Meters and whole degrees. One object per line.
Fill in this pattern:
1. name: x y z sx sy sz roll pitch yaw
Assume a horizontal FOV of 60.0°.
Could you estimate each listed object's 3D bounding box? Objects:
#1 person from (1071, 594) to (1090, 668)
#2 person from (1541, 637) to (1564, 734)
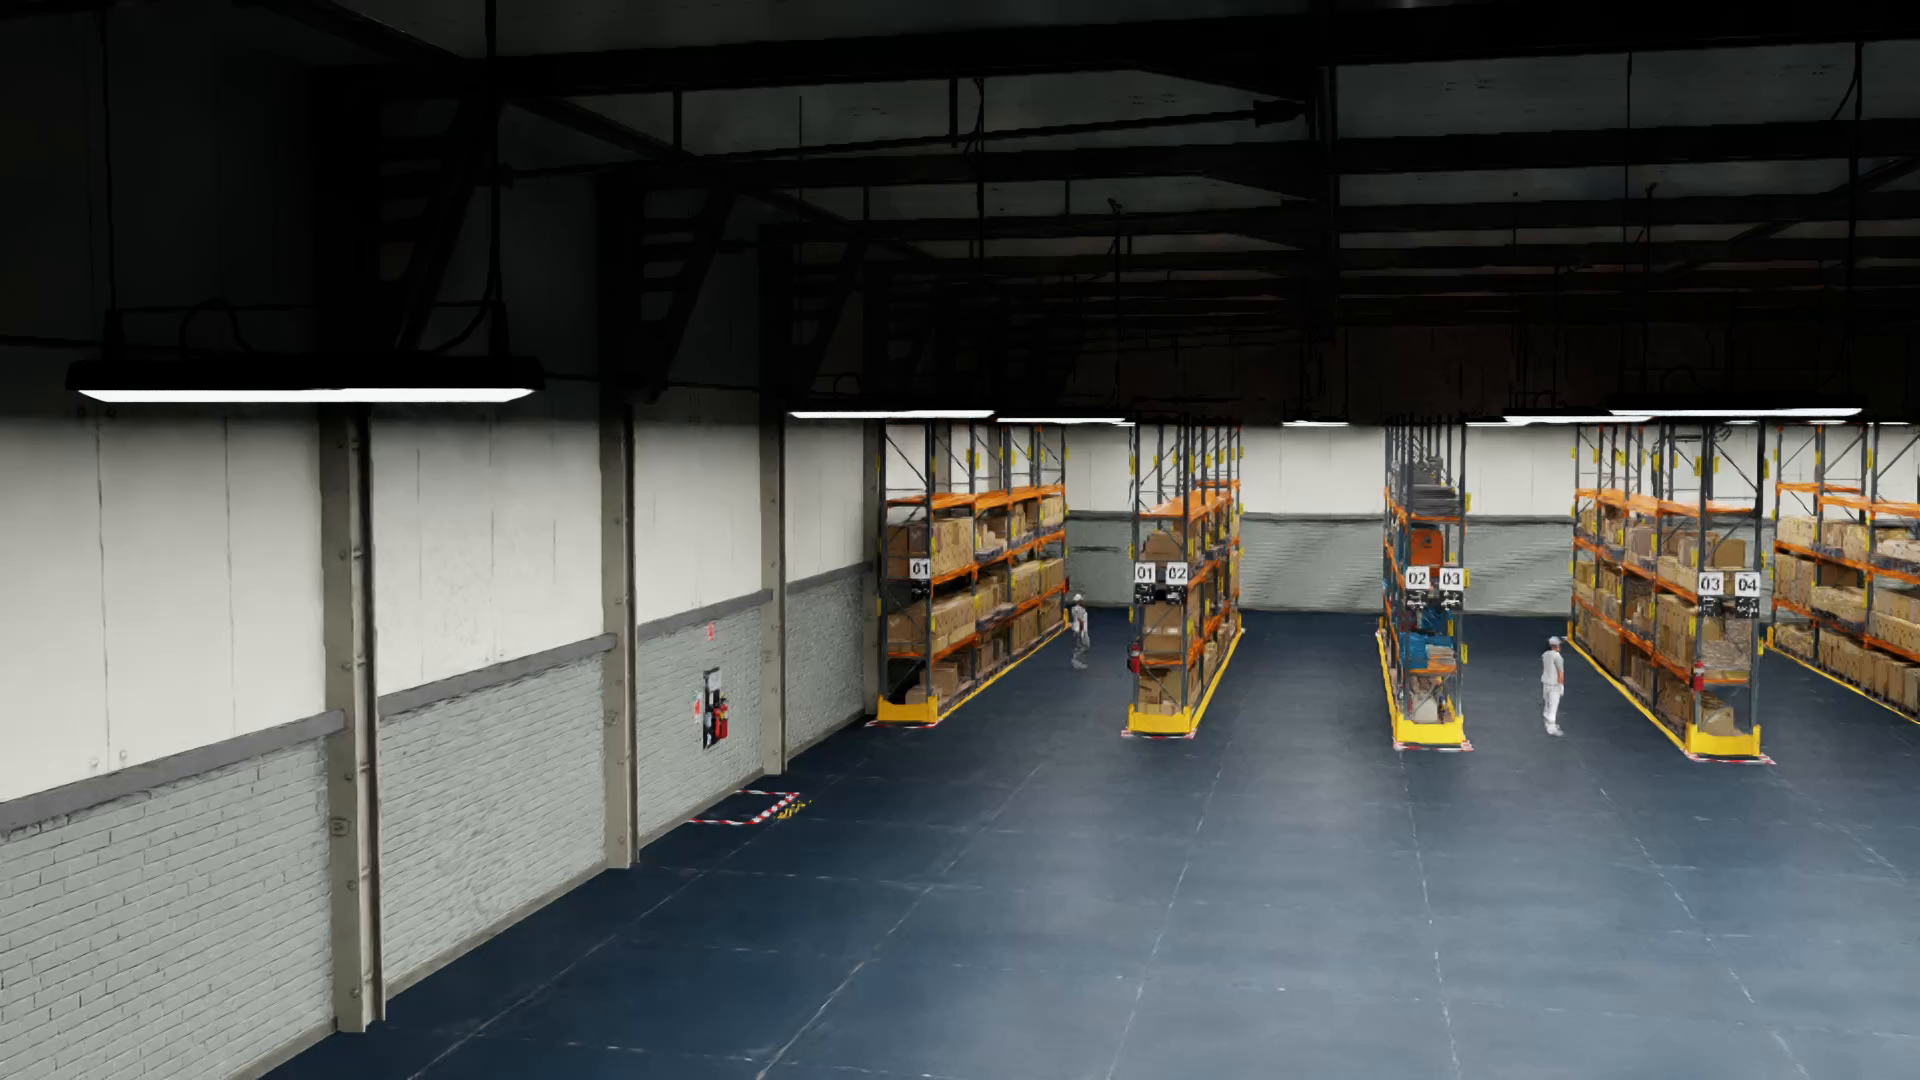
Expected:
1. person: 2.819 2.161 39.456 0.445 1.780 0.600 -1 4 -13
2. person: 11.141 2.704 31.145 0.466 1.787 0.629 -1 4 -14
